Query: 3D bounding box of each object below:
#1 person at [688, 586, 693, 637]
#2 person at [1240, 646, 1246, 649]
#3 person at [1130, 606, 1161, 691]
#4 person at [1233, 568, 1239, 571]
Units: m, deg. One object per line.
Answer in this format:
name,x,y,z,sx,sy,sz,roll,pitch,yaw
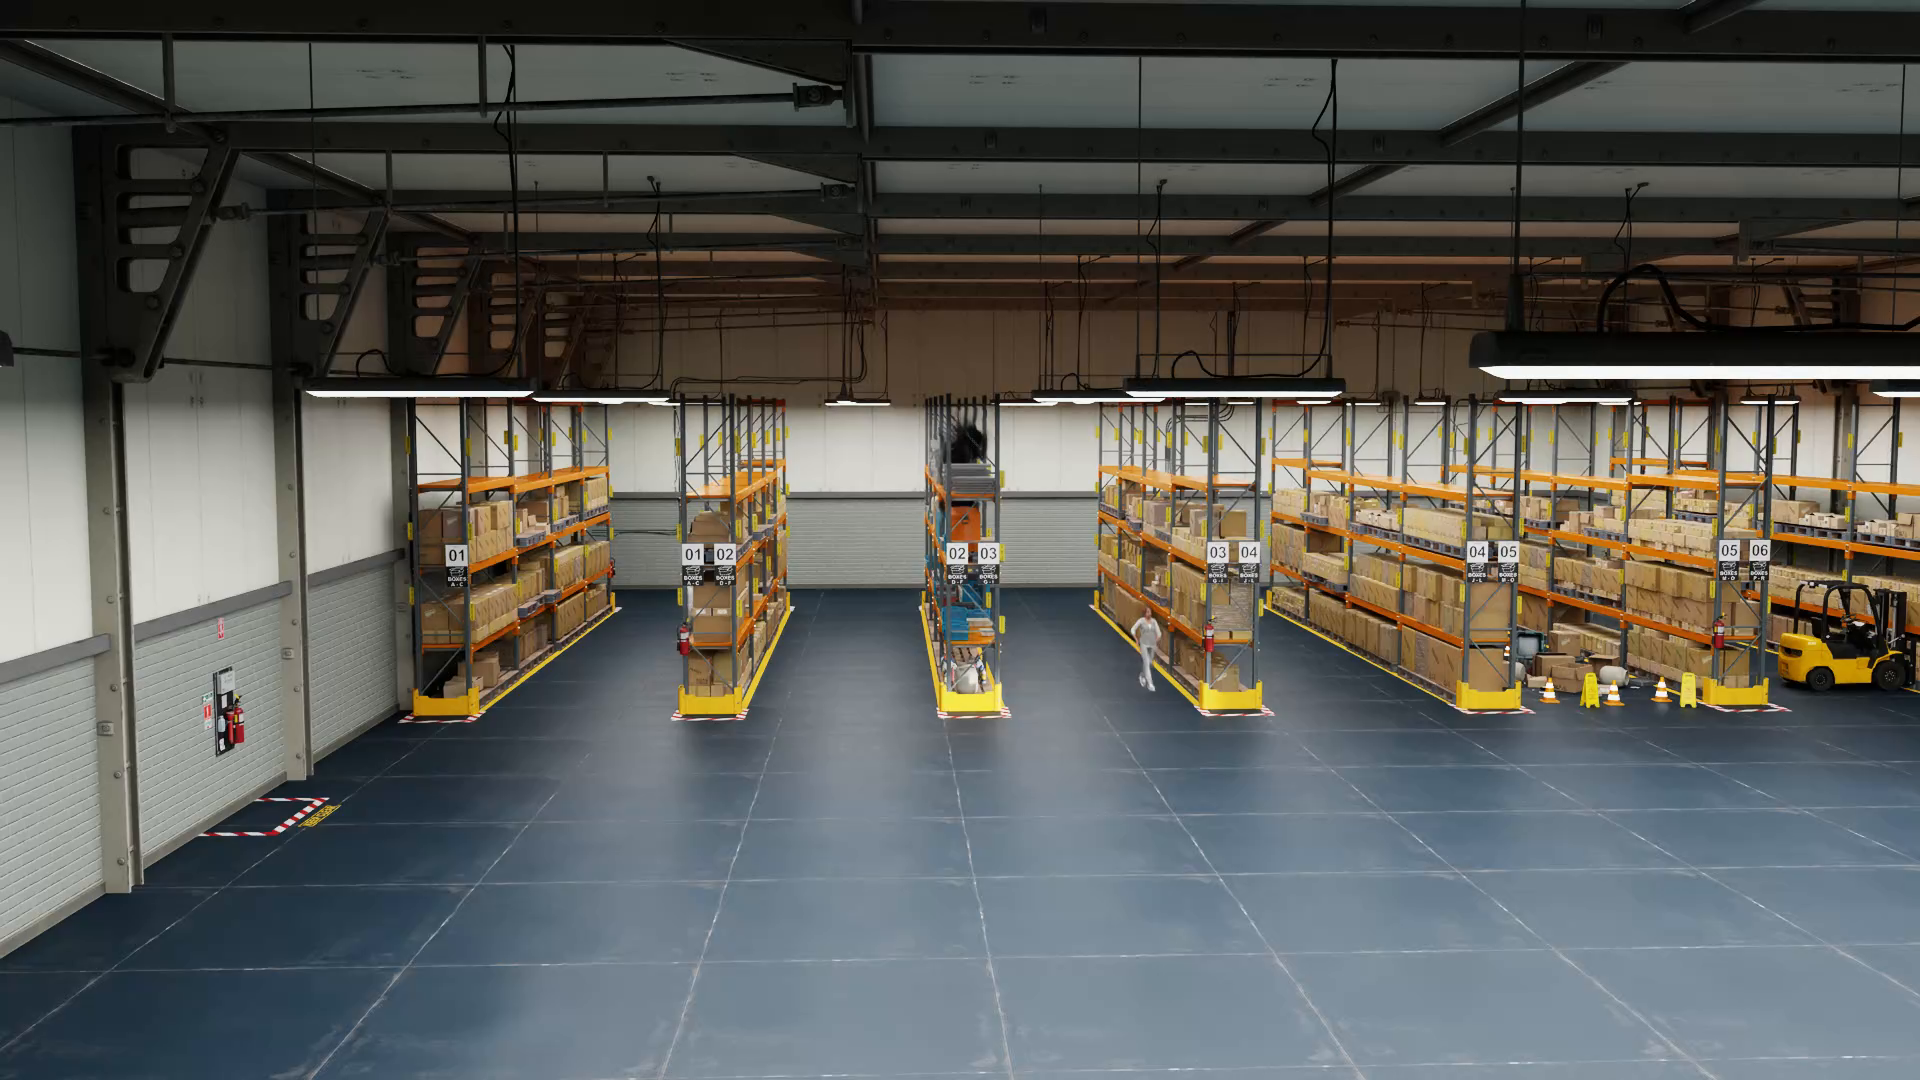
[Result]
person,-6.457,1.683,40.216,0.663,1.757,0.752,-1,5,-12
person,6.720,1.732,39.505,0.706,1.730,0.626,-1,5,-6
person,3.626,2.080,32.252,0.558,1.600,0.778,-1,5,-17
person,7.737,1.117,47.949,0.631,1.623,0.835,3,5,31
